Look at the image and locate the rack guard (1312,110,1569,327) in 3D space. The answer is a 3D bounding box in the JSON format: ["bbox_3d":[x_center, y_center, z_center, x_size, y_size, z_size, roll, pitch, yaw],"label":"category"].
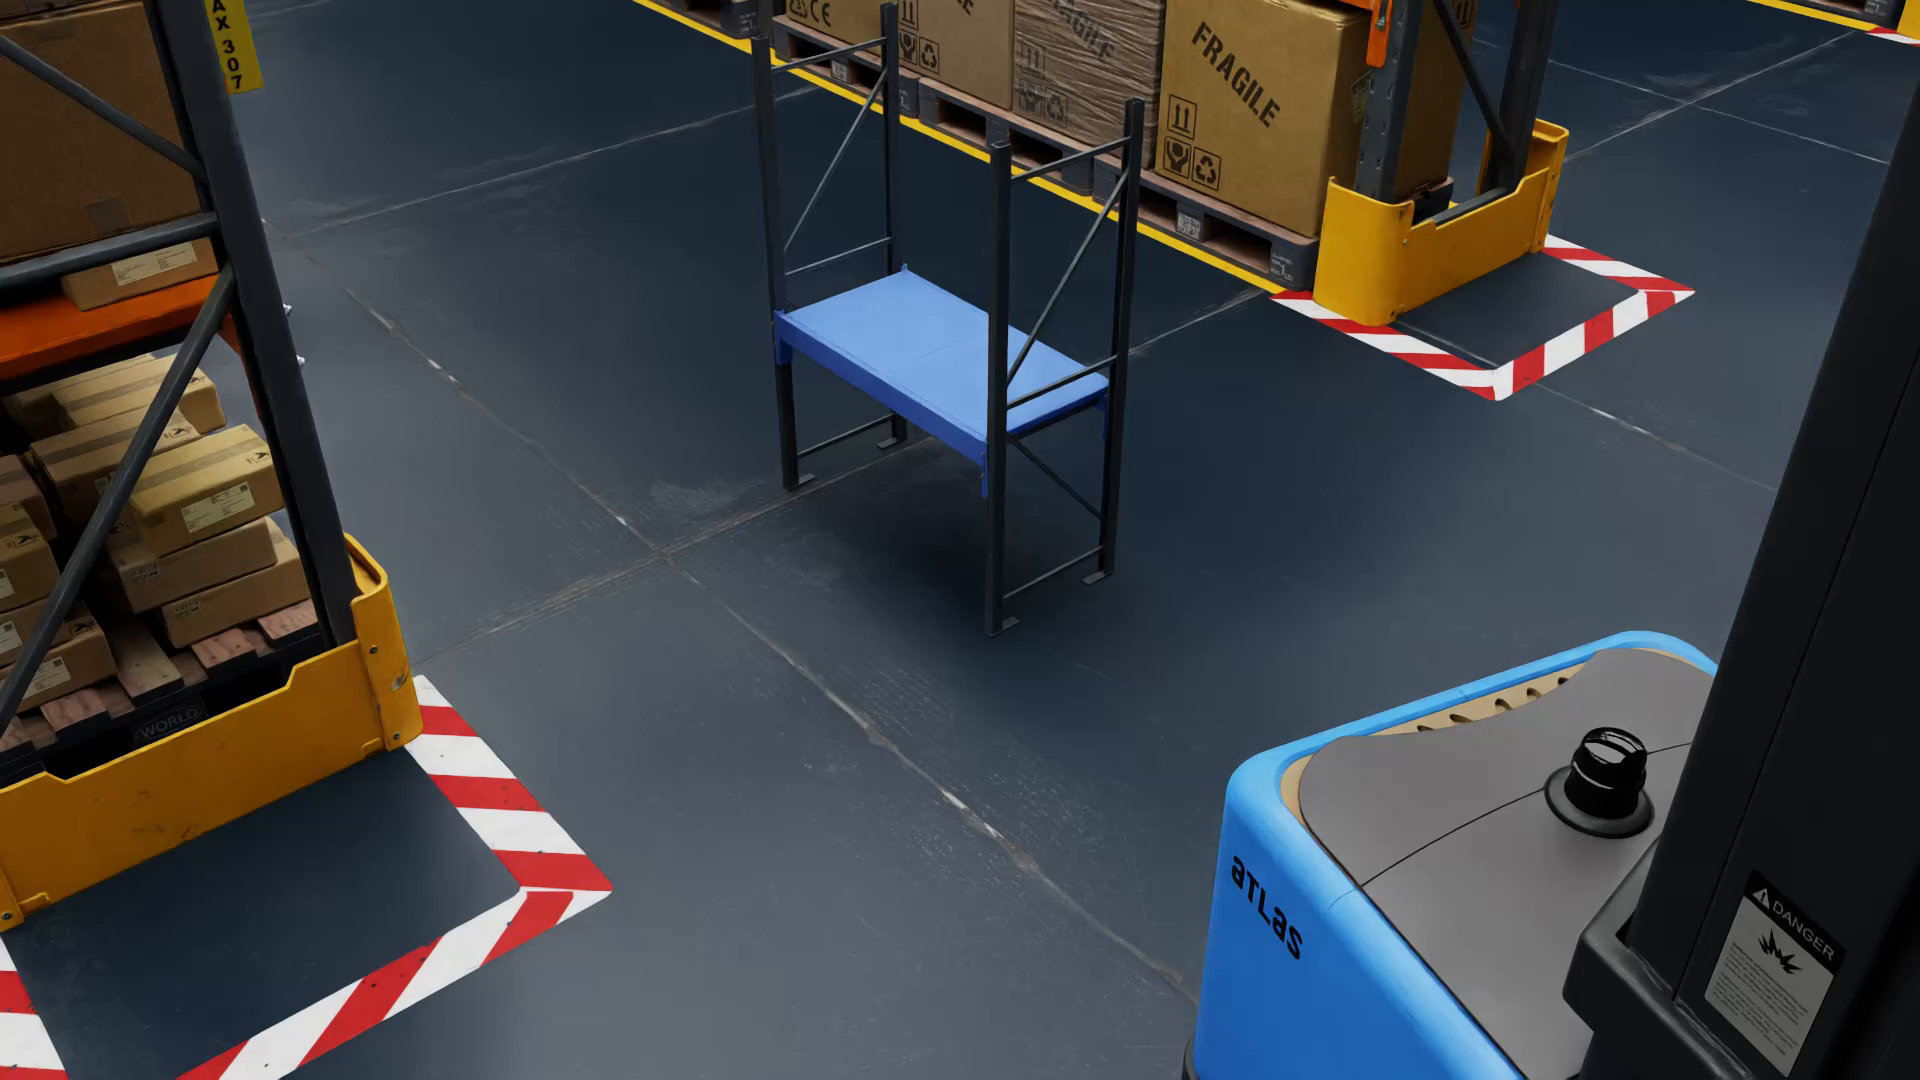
[{"bbox_3d":[1.929,-1.303,6.657,1.175,0.500,0.348,-26,43,-32],"label":"rack guard"}]

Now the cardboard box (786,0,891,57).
[{"bbox_3d":[-0.303,-3.083,8.482,0.875,0.875,0.875,-26,43,-32],"label":"cardboard box"}]

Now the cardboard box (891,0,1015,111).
[{"bbox_3d":[0.277,-2.685,7.921,0.875,0.875,0.875,-26,43,-32],"label":"cardboard box"}]

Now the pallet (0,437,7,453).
[{"bbox_3d":[-3.270,-0.334,5.539,1.003,0.211,1.213,-26,43,-32],"label":"pallet"}]

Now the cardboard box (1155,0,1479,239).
[{"bbox_3d":[1.439,-1.891,6.799,0.875,0.875,0.875,-26,43,-32],"label":"cardboard box"}]

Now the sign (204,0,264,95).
[{"bbox_3d":[-1.527,-1.084,3.436,0.100,0.325,0.005,-26,43,-32],"label":"sign"}]

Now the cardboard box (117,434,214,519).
[{"bbox_3d":[-2.217,-0.127,4.679,0.380,0.149,0.250,-26,43,-32],"label":"cardboard box"}]

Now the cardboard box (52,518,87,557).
[{"bbox_3d":[-2.432,-0.079,4.870,0.380,0.149,0.250,-26,43,-31],"label":"cardboard box"}]

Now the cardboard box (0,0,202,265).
[{"bbox_3d":[-2.020,-0.992,3.711,0.500,0.500,0.500,-24,42,-30],"label":"cardboard box"}]

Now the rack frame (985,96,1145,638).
[{"bbox_3d":[0.273,-0.425,4.553,0.500,1.500,0.032,-26,43,-32],"label":"rack frame"}]

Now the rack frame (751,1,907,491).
[{"bbox_3d":[-0.383,-0.874,5.187,0.500,1.500,0.032,-26,43,-32],"label":"rack frame"}]

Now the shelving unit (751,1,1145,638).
[{"bbox_3d":[-0.055,-0.650,4.870,0.538,1.500,1.048,-26,43,-32],"label":"shelving unit"}]

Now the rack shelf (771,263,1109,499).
[{"bbox_3d":[-0.055,-0.503,4.974,0.538,0.185,1.000,-26,43,-32],"label":"rack shelf"}]

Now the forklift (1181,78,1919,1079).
[{"bbox_3d":[1.511,0.723,1.693,1.130,2.935,3.031,-15,38,-20],"label":"forklift"}]

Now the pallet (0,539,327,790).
[{"bbox_3d":[-2.487,0.204,4.779,1.003,0.211,1.213,-26,43,-32],"label":"pallet"}]

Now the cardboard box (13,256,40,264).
[{"bbox_3d":[-2.096,-0.788,3.985,0.380,0.149,0.250,-24,42,-30],"label":"cardboard box"}]

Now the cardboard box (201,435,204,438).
[{"bbox_3d":[-2.525,-0.355,5.003,0.380,0.149,0.250,-25,42,-30],"label":"cardboard box"}]

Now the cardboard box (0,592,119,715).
[{"bbox_3d":[-2.440,0.309,4.322,0.380,0.149,0.250,-25,42,-31],"label":"cardboard box"}]

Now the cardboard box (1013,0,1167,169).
[{"bbox_3d":[0.852,-2.292,7.367,0.875,0.875,0.875,-26,43,-32],"label":"cardboard box"}]

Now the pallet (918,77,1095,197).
[{"bbox_3d":[0.554,-2.058,7.973,1.003,0.211,1.213,-26,43,-32],"label":"pallet"}]

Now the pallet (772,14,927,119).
[{"bbox_3d":[-0.237,-2.597,8.734,1.003,0.211,1.213,-26,43,-32],"label":"pallet"}]

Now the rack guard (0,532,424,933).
[{"bbox_3d":[-1.990,0.458,4.170,1.175,0.500,0.348,-26,43,-32],"label":"rack guard"}]

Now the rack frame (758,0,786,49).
[{"bbox_3d":[-0.668,-4.100,8.443,1.000,3.000,0.127,-26,43,-32],"label":"rack frame"}]

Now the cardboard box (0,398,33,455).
[{"bbox_3d":[-2.769,-0.437,5.118,0.380,0.149,0.250,-28,44,-34],"label":"cardboard box"}]

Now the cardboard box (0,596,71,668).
[{"bbox_3d":[-2.500,0.216,4.196,0.380,0.149,0.250,-27,44,-33],"label":"cardboard box"}]

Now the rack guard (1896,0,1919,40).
[{"bbox_3d":[5.722,-3.155,9.272,1.175,0.500,0.348,-26,43,-32],"label":"rack guard"}]

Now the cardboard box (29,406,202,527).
[{"bbox_3d":[-2.289,-0.214,4.545,0.380,0.149,0.250,-25,42,-31],"label":"cardboard box"}]

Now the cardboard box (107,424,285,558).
[{"bbox_3d":[-2.020,-0.137,4.437,0.380,0.149,0.250,-28,44,-34],"label":"cardboard box"}]

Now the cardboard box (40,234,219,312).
[{"bbox_3d":[-1.900,-0.691,3.848,0.380,0.149,0.250,-26,43,-32],"label":"cardboard box"}]

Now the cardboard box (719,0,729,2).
[{"bbox_3d":[-1.096,-3.679,9.324,1.225,0.875,0.875,-26,43,-32],"label":"cardboard box"}]

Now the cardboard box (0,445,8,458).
[{"bbox_3d":[-2.931,-0.170,4.741,0.380,0.149,0.250,-27,43,-32],"label":"cardboard box"}]

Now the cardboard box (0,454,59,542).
[{"bbox_3d":[-2.595,-0.051,4.315,0.380,0.149,0.250,-25,42,-31],"label":"cardboard box"}]

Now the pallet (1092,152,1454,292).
[{"bbox_3d":[1.337,-1.519,7.213,1.003,0.211,1.213,-26,43,-32],"label":"pallet"}]

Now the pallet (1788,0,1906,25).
[{"bbox_3d":[5.194,-3.422,9.899,1.003,0.211,1.213,-26,43,-32],"label":"pallet"}]

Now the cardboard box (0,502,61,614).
[{"bbox_3d":[-2.476,0.082,4.128,0.380,0.149,0.250,-25,43,-31],"label":"cardboard box"}]

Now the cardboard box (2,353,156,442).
[{"bbox_3d":[-2.577,-0.452,4.881,0.380,0.149,0.250,-28,44,-34],"label":"cardboard box"}]

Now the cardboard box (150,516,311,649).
[{"bbox_3d":[-2.035,0.113,4.598,0.380,0.149,0.250,-25,42,-31],"label":"cardboard box"}]

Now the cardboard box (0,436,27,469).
[{"bbox_3d":[-2.750,-0.310,5.196,0.380,0.149,0.250,-26,43,-32],"label":"cardboard box"}]

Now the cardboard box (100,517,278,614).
[{"bbox_3d":[-2.083,0.015,4.479,0.380,0.149,0.250,-24,42,-30],"label":"cardboard box"}]

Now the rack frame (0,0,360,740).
[{"bbox_3d":[-1.941,-0.528,3.401,1.000,3.000,0.127,-26,43,-32],"label":"rack frame"}]

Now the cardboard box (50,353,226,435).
[{"bbox_3d":[-2.354,-0.373,4.770,0.380,0.149,0.250,-26,43,-32],"label":"cardboard box"}]

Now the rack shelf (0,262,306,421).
[{"bbox_3d":[-3.232,-1.118,4.855,1.077,0.370,4.000,-26,43,-32],"label":"rack shelf"}]

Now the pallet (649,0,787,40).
[{"bbox_3d":[-1.224,-3.274,9.691,1.003,0.211,1.213,-26,43,-32],"label":"pallet"}]

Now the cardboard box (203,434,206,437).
[{"bbox_3d":[-2.513,-0.233,5.087,0.380,0.149,0.250,-25,43,-31],"label":"cardboard box"}]

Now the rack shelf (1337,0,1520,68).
[{"bbox_3d":[0.622,-2.923,7.404,1.077,0.370,4.000,-26,43,-32],"label":"rack shelf"}]

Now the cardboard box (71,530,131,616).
[{"bbox_3d":[-2.266,0.028,4.718,0.380,0.149,0.250,-26,43,-32],"label":"cardboard box"}]

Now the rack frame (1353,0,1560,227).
[{"bbox_3d":[1.913,-2.334,5.950,1.000,3.000,0.127,-26,43,-32],"label":"rack frame"}]

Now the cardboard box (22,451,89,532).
[{"bbox_3d":[-2.442,-0.202,4.785,0.380,0.149,0.250,-25,43,-31],"label":"cardboard box"}]
